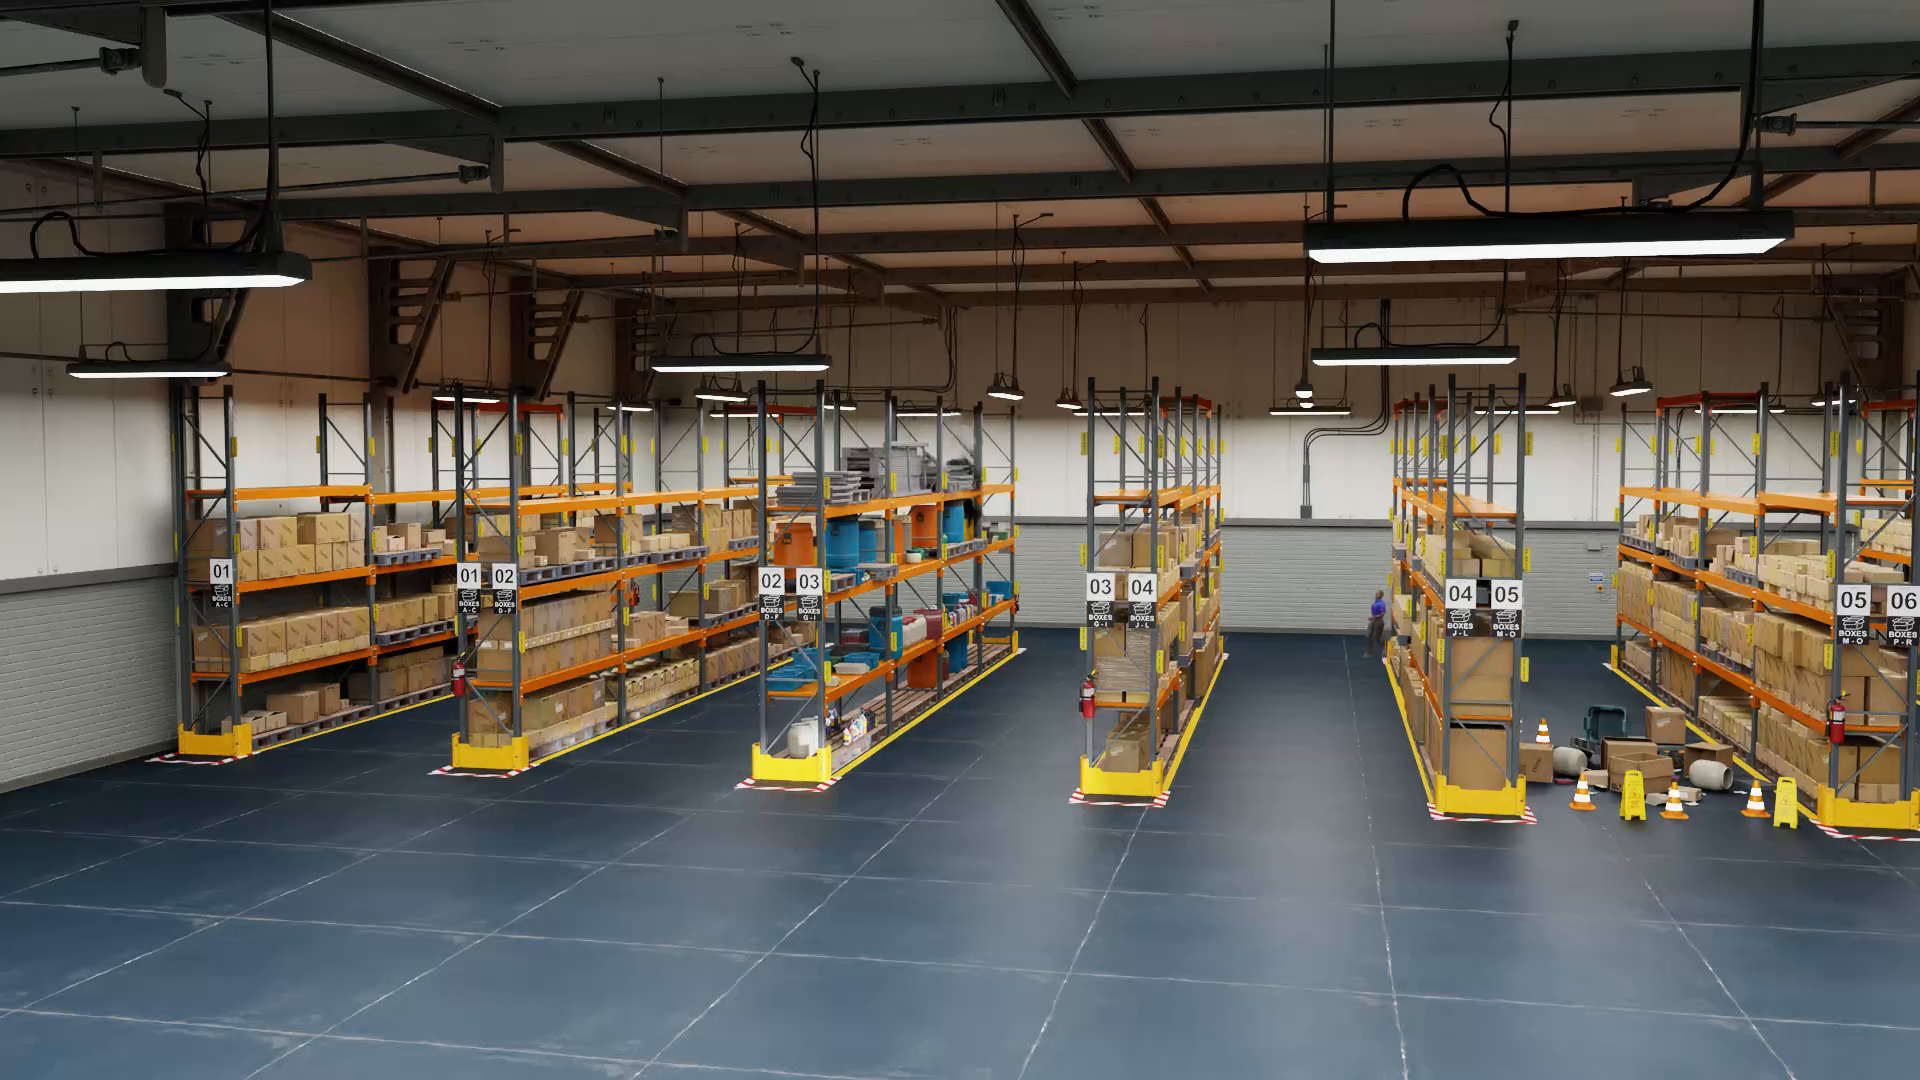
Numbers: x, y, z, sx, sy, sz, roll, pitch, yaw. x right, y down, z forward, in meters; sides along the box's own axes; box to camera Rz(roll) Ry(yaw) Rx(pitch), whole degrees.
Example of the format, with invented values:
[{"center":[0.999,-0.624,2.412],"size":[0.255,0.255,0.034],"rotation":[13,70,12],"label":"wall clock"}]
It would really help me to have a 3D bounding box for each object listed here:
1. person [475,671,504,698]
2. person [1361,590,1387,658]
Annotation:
[{"center":[-8.218,2.460,29.182],"size":[0.649,1.837,0.835],"rotation":[0,3,7],"label":"person"},{"center":[9.925,1.993,39.386],"size":[0.762,1.656,0.598],"rotation":[-1,3,-13],"label":"person"}]
